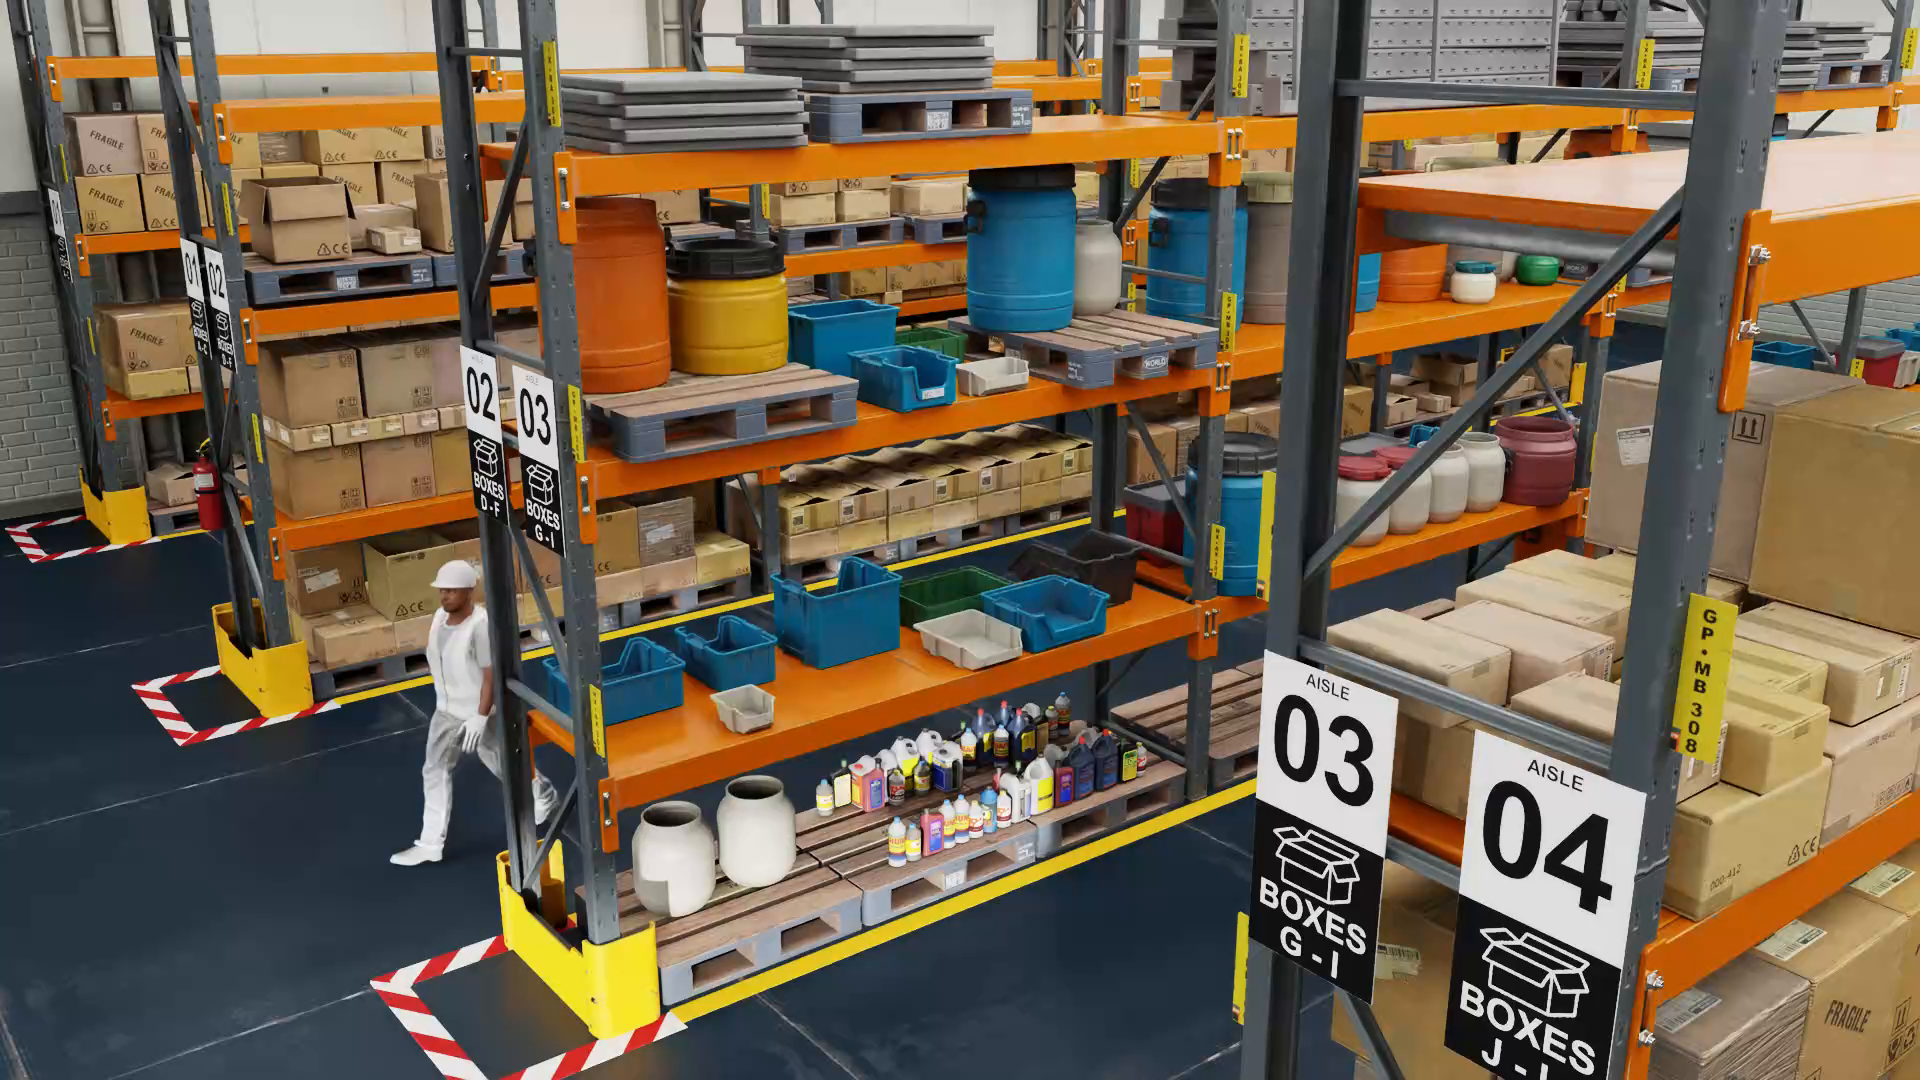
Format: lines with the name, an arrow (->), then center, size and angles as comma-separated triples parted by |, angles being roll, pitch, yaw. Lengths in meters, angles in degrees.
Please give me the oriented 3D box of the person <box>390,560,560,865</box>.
person -> -2.809, 0.961, 9.484 | 0.603, 1.747, 1.038 | 13, 22, 36
